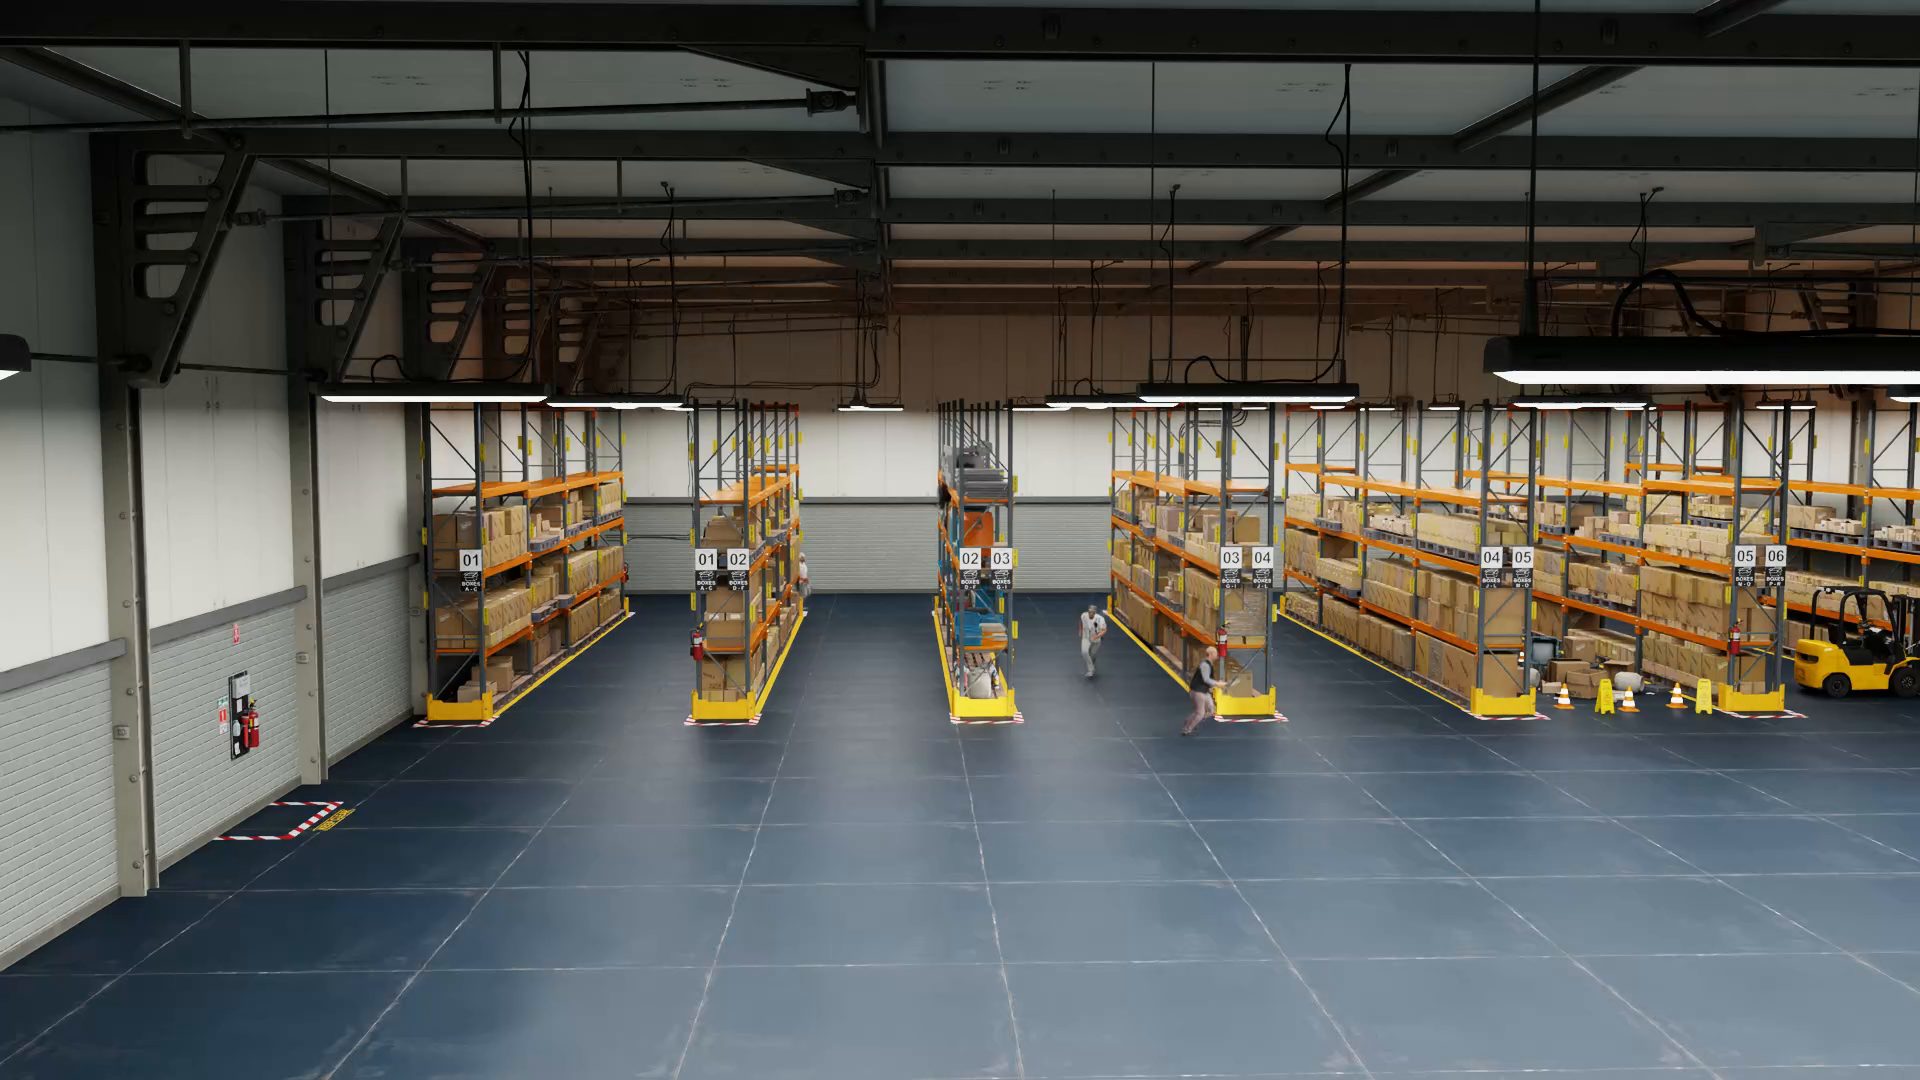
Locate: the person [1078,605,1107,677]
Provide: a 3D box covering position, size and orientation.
[{"bbox_3d":[2.902,2.166,36.288,0.657,1.549,1.082,1,4,11],"label":"person"}]

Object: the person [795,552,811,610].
[{"bbox_3d":[-4.573,1.207,48.258,0.503,1.711,0.720,1,4,15],"label":"person"}]

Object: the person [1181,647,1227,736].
[{"bbox_3d":[4.321,2.681,29.433,0.793,1.616,0.643,1,5,17],"label":"person"}]
